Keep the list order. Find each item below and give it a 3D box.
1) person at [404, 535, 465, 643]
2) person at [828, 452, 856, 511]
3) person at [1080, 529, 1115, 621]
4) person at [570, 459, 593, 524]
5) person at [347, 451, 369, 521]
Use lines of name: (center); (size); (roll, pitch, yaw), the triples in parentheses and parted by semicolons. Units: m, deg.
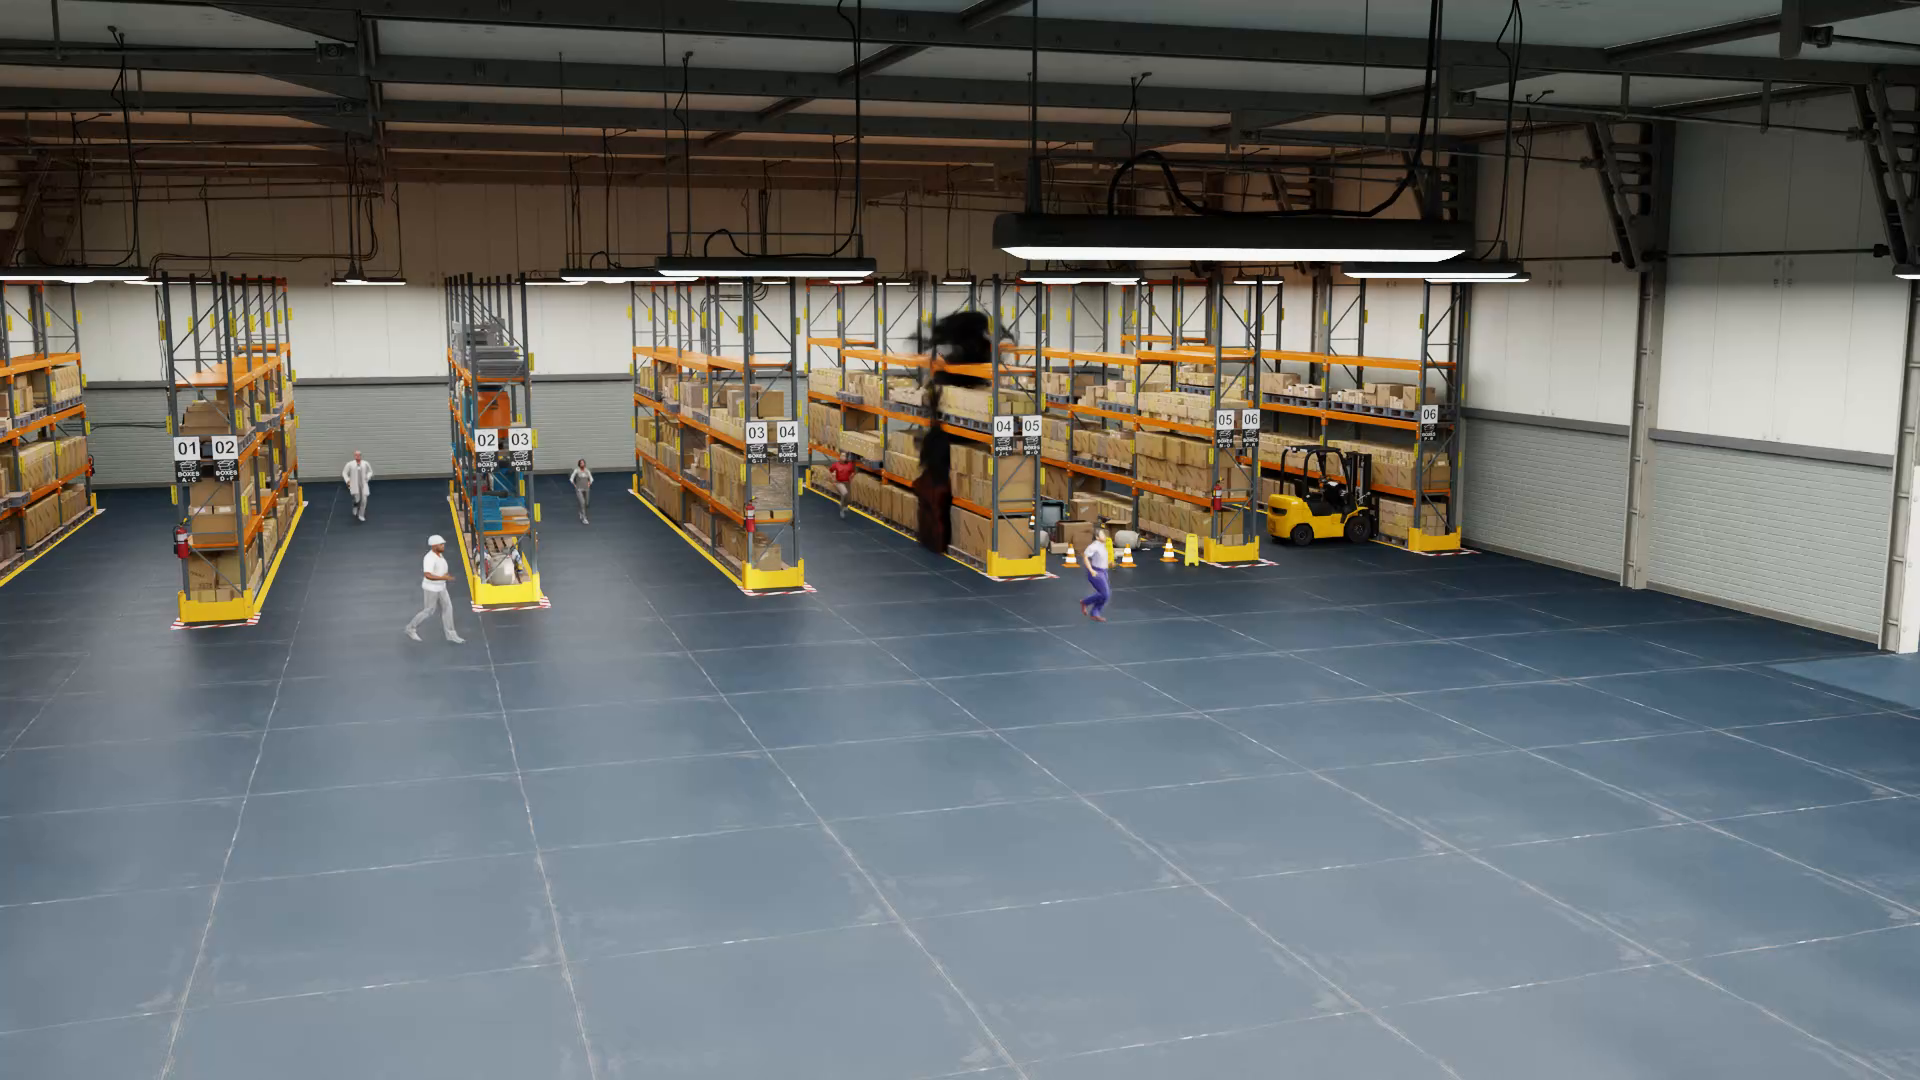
person: (-8.530, 0.805, 26.878); (0.949, 1.777, 0.664); (1, 9, 4)
person: (-2.870, -1.421, 41.087); (0.684, 1.512, 0.814); (-4, 9, -24)
person: (2.393, 0.612, 28.802); (0.559, 1.604, 0.634); (4, 9, 23)
person: (-9.284, -1.201, 40.867); (0.562, 1.559, 0.664); (-5, 10, -29)
person: (-14.920, -1.348, 41.290); (0.674, 1.732, 0.637); (-5, 10, -30)
